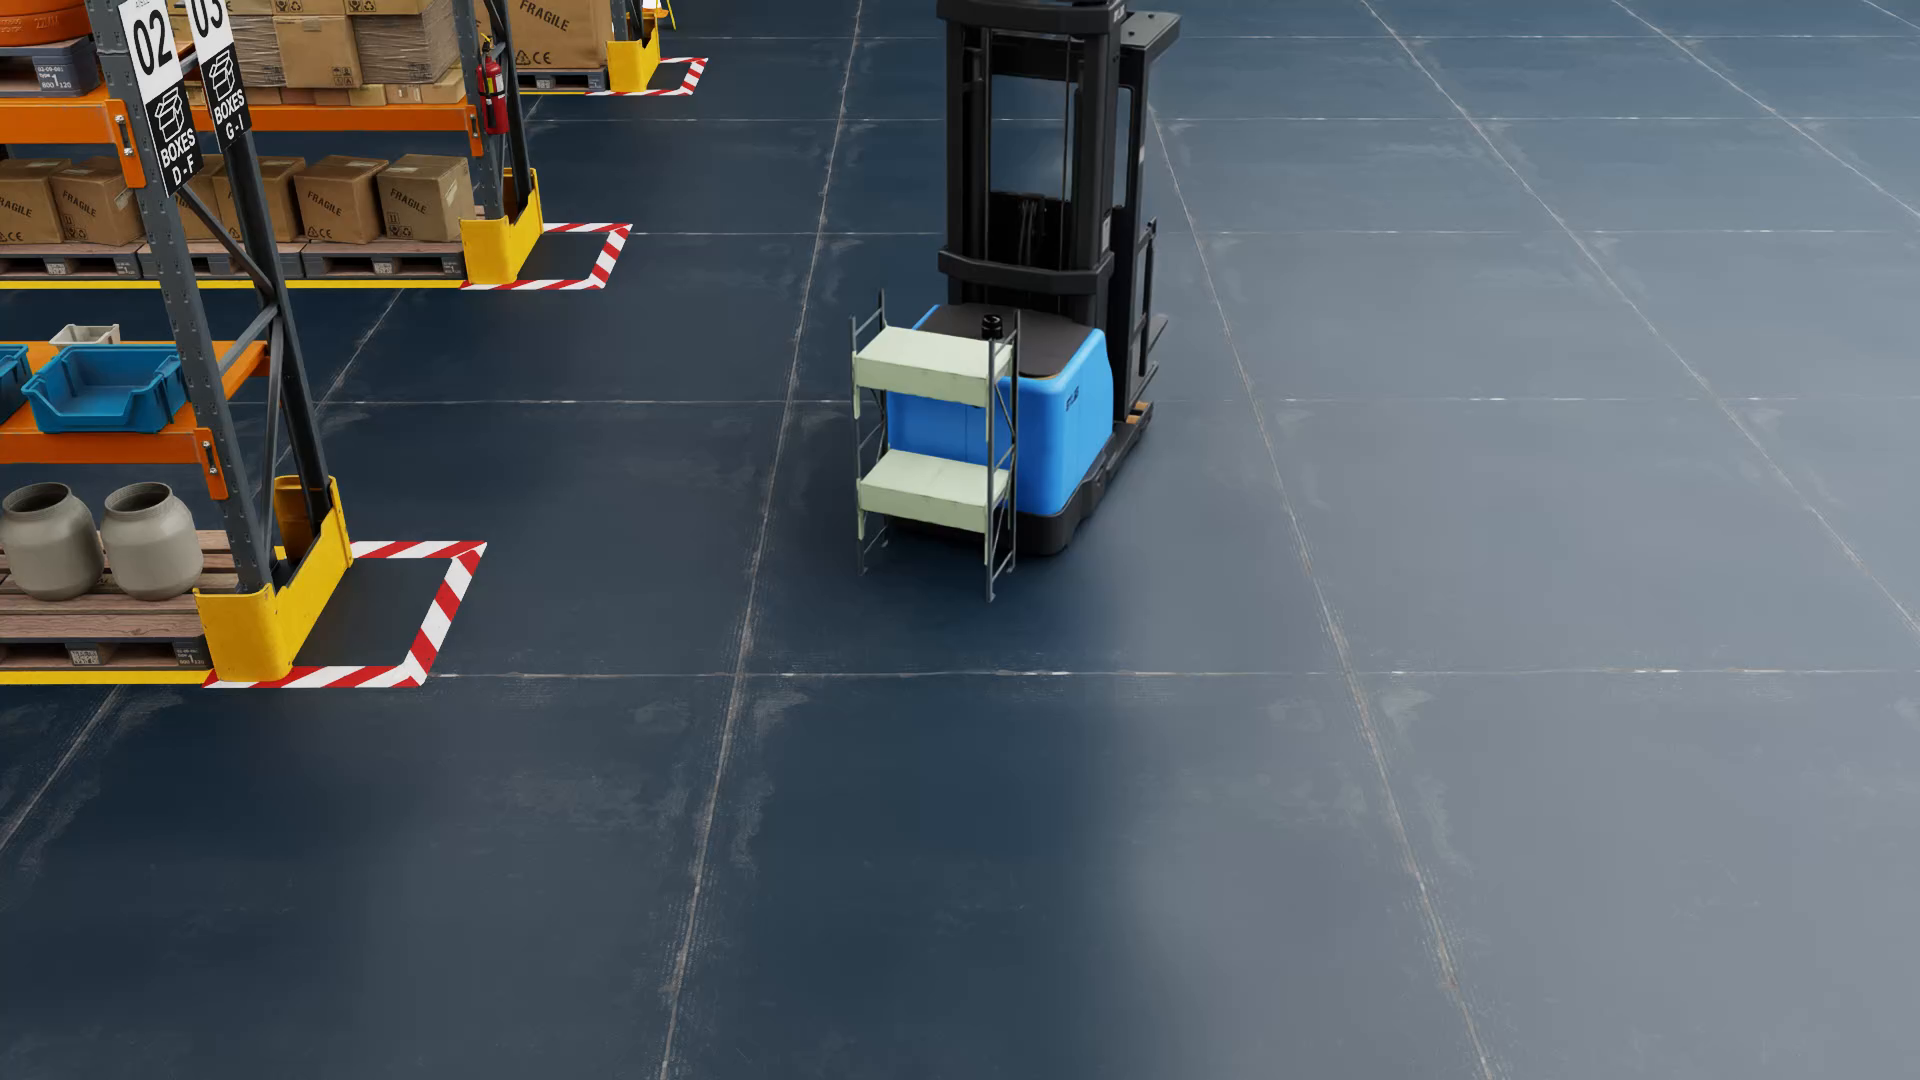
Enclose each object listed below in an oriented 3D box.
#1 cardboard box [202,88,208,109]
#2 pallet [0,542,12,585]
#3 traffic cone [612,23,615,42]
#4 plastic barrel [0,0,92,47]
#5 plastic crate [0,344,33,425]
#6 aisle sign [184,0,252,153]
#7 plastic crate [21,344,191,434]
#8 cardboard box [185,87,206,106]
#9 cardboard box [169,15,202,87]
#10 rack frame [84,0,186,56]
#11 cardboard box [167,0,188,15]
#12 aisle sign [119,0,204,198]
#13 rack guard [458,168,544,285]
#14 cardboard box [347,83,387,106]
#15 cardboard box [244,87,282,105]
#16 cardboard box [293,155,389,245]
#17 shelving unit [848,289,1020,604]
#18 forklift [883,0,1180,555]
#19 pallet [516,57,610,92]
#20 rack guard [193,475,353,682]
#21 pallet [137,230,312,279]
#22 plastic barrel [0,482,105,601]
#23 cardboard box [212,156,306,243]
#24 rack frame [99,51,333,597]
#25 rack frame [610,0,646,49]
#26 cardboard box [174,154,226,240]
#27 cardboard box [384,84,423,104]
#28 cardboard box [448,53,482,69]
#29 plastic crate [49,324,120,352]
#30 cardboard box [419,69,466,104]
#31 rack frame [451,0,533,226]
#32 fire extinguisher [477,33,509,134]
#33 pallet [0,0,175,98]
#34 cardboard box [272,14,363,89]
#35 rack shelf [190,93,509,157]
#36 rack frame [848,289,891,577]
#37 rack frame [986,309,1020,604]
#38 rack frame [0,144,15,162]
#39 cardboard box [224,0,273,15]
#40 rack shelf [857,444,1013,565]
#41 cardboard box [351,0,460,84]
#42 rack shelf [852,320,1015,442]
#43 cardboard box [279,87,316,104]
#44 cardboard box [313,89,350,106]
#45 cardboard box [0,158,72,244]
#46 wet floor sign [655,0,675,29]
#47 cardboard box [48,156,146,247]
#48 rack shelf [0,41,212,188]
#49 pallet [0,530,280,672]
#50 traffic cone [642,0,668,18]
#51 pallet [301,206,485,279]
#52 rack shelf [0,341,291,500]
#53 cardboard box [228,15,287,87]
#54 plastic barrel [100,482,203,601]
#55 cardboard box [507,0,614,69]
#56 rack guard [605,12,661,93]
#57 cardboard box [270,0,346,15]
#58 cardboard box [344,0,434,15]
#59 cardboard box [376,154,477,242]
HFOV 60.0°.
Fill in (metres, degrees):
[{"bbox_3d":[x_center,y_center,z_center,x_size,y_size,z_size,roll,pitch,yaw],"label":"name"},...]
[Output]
[{"bbox_3d":[-5.212,-3.213,11.896,0.250,0.149,0.380,0,31,0],"label":"cardboard box"},{"bbox_3d":[-5.504,0.300,8.552,1.213,0.211,1.003,0,31,0],"label":"pallet"},{"bbox_3d":[-3.897,-5.711,18.217,0.334,0.463,0.336,0,31,0],"label":"traffic cone"},{"bbox_3d":[-3.884,-2.497,6.763,0.708,0.830,0.600,0,31,0],"label":"plastic barrel"},{"bbox_3d":[-4.547,-0.699,7.654,0.408,0.251,0.499,0,31,0],"label":"plastic crate"},{"bbox_3d":[-3.329,-2.182,7.449,0.004,0.787,0.394,0,31,0],"label":"aisle sign"},{"bbox_3d":[-3.898,-0.698,7.653,0.616,0.251,0.499,0,31,0],"label":"plastic crate"},{"bbox_3d":[-5.463,-3.249,11.955,0.250,0.149,0.380,0,31,0],"label":"cardboard box"},{"bbox_3d":[-5.479,-3.632,11.961,0.500,0.500,0.875,0,31,0],"label":"cardboard box"},{"bbox_3d":[-3.399,-3.483,6.316,0.127,3.000,1.000,0,31,0],"label":"rack frame"},{"bbox_3d":[-5.478,-3.953,11.527,0.500,0.500,0.500,0,31,0],"label":"cardboard box"},{"bbox_3d":[-3.325,-1.876,6.944,0.004,0.787,0.394,0,31,0],"label":"aisle sign"},{"bbox_3d":[-3.505,-2.419,12.755,0.348,0.500,1.175,0,31,0],"label":"rack guard"},{"bbox_3d":[-4.212,-3.244,11.948,0.250,0.149,0.380,0,31,0],"label":"cardboard box"},{"bbox_3d":[-4.963,-3.260,11.974,0.250,0.149,0.380,0,31,0],"label":"cardboard box"},{"bbox_3d":[-4.651,-2.586,12.625,0.500,0.500,0.500,8,32,13],"label":"cardboard box"},{"bbox_3d":[-0.125,-0.473,8.583,0.755,1.500,0.431,11,33,18],"label":"shelving unit"},{"bbox_3d":[0.568,-1.925,9.598,1.130,2.935,3.031,11,33,18],"label":"forklift"},{"bbox_3d":[-4.157,-4.826,17.000,1.213,0.211,1.003,0,31,0],"label":"pallet"},{"bbox_3d":[-3.475,0.175,8.480,0.348,0.500,1.175,0,31,0],"label":"rack guard"},{"bbox_3d":[-5.535,-2.309,12.852,1.213,0.211,1.003,0,31,0],"label":"pallet"},{"bbox_3d":[-4.558,0.009,8.337,0.421,0.512,0.421,0,31,0],"label":"plastic barrel"},{"bbox_3d":[-5.277,-2.594,12.638,0.500,0.500,0.500,3,31,4],"label":"cardboard box"},{"bbox_3d":[-3.399,-0.919,7.872,0.127,3.000,1.000,0,31,0],"label":"rack frame"},{"bbox_3d":[-3.358,-6.061,16.348,0.127,3.000,1.000,0,31,0],"label":"rack frame"},{"bbox_3d":[-5.836,-2.615,12.673,0.500,0.500,0.500,-3,31,-5],"label":"cardboard box"},{"bbox_3d":[-3.963,-3.272,11.993,0.250,0.149,0.380,0,31,0],"label":"cardboard box"},{"bbox_3d":[-3.715,-3.503,12.374,0.250,0.149,0.380,0,31,0],"label":"cardboard box"},{"bbox_3d":[-4.296,-0.970,8.211,0.250,0.136,0.298,0,31,0],"label":"plastic crate"},{"bbox_3d":[-3.713,-3.272,11.994,0.250,0.149,0.380,0,31,0],"label":"cardboard box"},{"bbox_3d":[-3.429,-3.488,12.107,0.127,3.000,1.000,0,31,0],"label":"rack frame"},{"bbox_3d":[-3.312,-3.216,11.734,0.183,0.674,0.296,0,31,0],"label":"fire extinguisher"},{"bbox_3d":[-4.227,-2.168,7.223,1.213,0.211,1.003,0,31,0],"label":"pallet"},{"bbox_3d":[-4.478,-3.606,11.919,0.500,0.500,0.875,0,31,0],"label":"cardboard box"},{"bbox_3d":[-5.429,-3.174,12.283,4.000,0.370,1.077,0,31,0],"label":"rack shelf"},{"bbox_3d":[-0.467,-0.540,8.695,0.023,1.500,0.400,11,33,18],"label":"rack frame"},{"bbox_3d":[0.217,-0.405,8.472,0.023,1.500,0.400,11,33,18],"label":"rack frame"},{"bbox_3d":[-7.429,-3.475,12.086,0.127,3.000,1.000,0,31,0],"label":"rack frame"},{"bbox_3d":[-4.977,-3.951,11.522,0.500,0.500,0.500,0,31,0],"label":"cardboard box"},{"bbox_3d":[-0.125,-0.194,8.752,0.720,0.370,0.431,11,33,18],"label":"rack shelf"},{"bbox_3d":[-3.979,-3.670,12.024,0.500,0.500,0.875,0,31,0],"label":"cardboard box"},{"bbox_3d":[-0.125,-0.806,8.381,0.720,0.370,0.431,11,33,18],"label":"rack shelf"},{"bbox_3d":[-4.713,-3.272,11.994,0.250,0.149,0.380,0,31,0],"label":"cardboard box"},{"bbox_3d":[-4.463,-3.252,11.960,0.250,0.149,0.380,0,31,0],"label":"cardboard box"},{"bbox_3d":[-7.029,-2.567,12.594,0.500,0.500,0.500,-1,31,-2],"label":"cardboard box"},{"bbox_3d":[-3.341,-6.082,18.651,0.232,0.644,0.267,-5,32,-9],"label":"wet floor sign"},{"bbox_3d":[-6.456,-2.572,12.603,0.500,0.500,0.500,10,33,15],"label":"cardboard box"},{"bbox_3d":[-5.399,-1.887,7.271,4.000,0.370,1.077,0,31,0],"label":"rack shelf"},{"bbox_3d":[-4.287,0.298,8.555,1.213,0.211,1.003,0,31,0],"label":"pallet"},{"bbox_3d":[-3.564,-6.298,19.185,0.334,0.463,0.336,0,31,0],"label":"traffic cone"},{"bbox_3d":[-4.318,-2.311,12.856,1.213,0.211,1.003,0,31,0],"label":"pallet"},{"bbox_3d":[-5.399,-0.605,8.049,4.000,0.370,1.077,0,31,0],"label":"rack shelf"},{"bbox_3d":[-4.979,-3.627,11.954,0.500,0.500,0.875,0,31,0],"label":"cardboard box"},{"bbox_3d":[-4.057,0.007,8.340,0.421,0.512,0.421,0,31,0],"label":"plastic barrel"},{"bbox_3d":[-4.036,-5.296,16.730,0.875,0.875,0.875,0,31,0],"label":"cardboard box"},{"bbox_3d":[-3.334,-4.992,16.996,0.348,0.500,1.175,0,31,0],"label":"rack guard"},{"bbox_3d":[-4.477,-3.951,11.523,0.500,0.500,0.500,0,31,0],"label":"cardboard box"},{"bbox_3d":[-3.978,-3.955,11.530,0.500,0.500,0.500,0,31,0],"label":"cardboard box"},{"bbox_3d":[-4.054,-2.605,12.657,0.500,0.500,0.500,5,32,9],"label":"cardboard box"}]
